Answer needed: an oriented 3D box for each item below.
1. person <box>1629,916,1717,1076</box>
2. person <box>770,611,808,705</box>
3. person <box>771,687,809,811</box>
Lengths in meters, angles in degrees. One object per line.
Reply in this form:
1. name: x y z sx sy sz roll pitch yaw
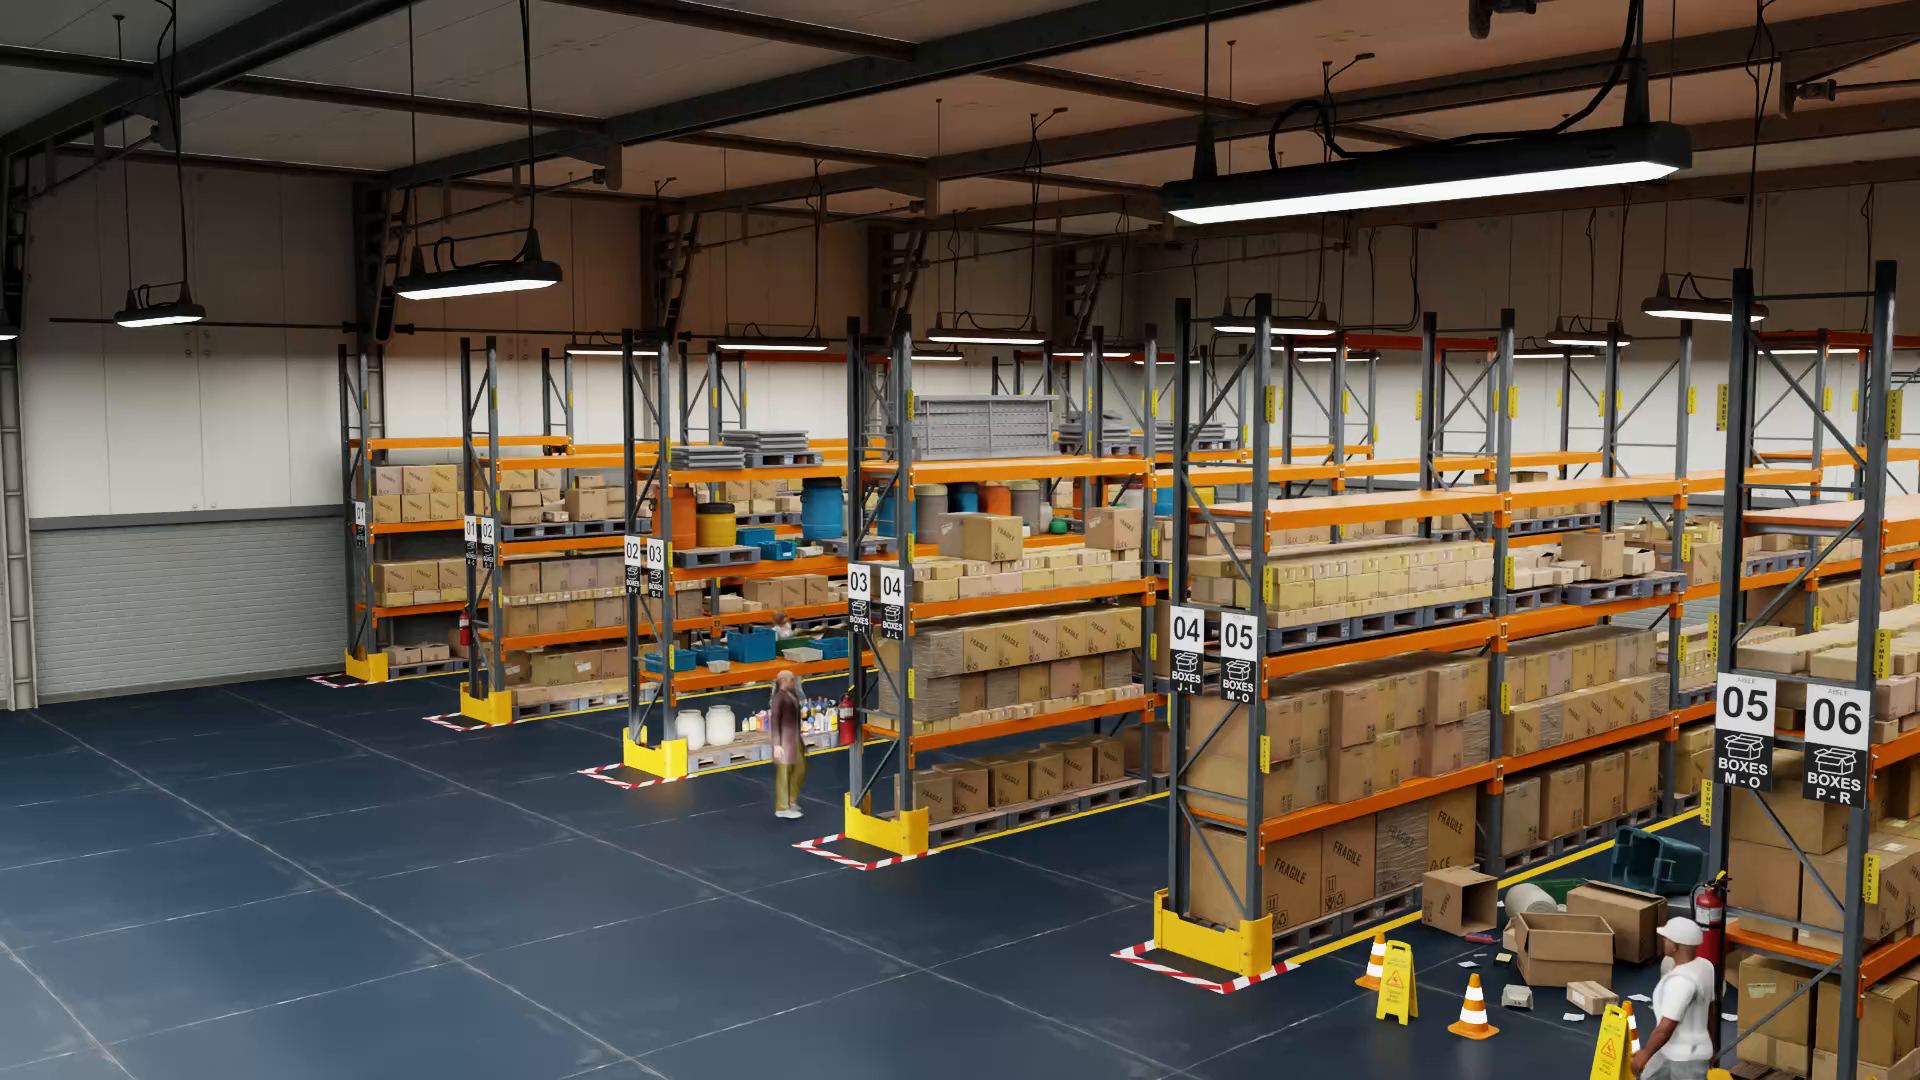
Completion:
1. person: 4.632 2.962 10.743 0.572 1.057 0.531 2 5 17
2. person: -2.798 1.930 27.127 0.571 1.581 0.610 -3 6 -30
3. person: -2.092 2.534 20.202 0.408 1.507 0.655 2 5 18
